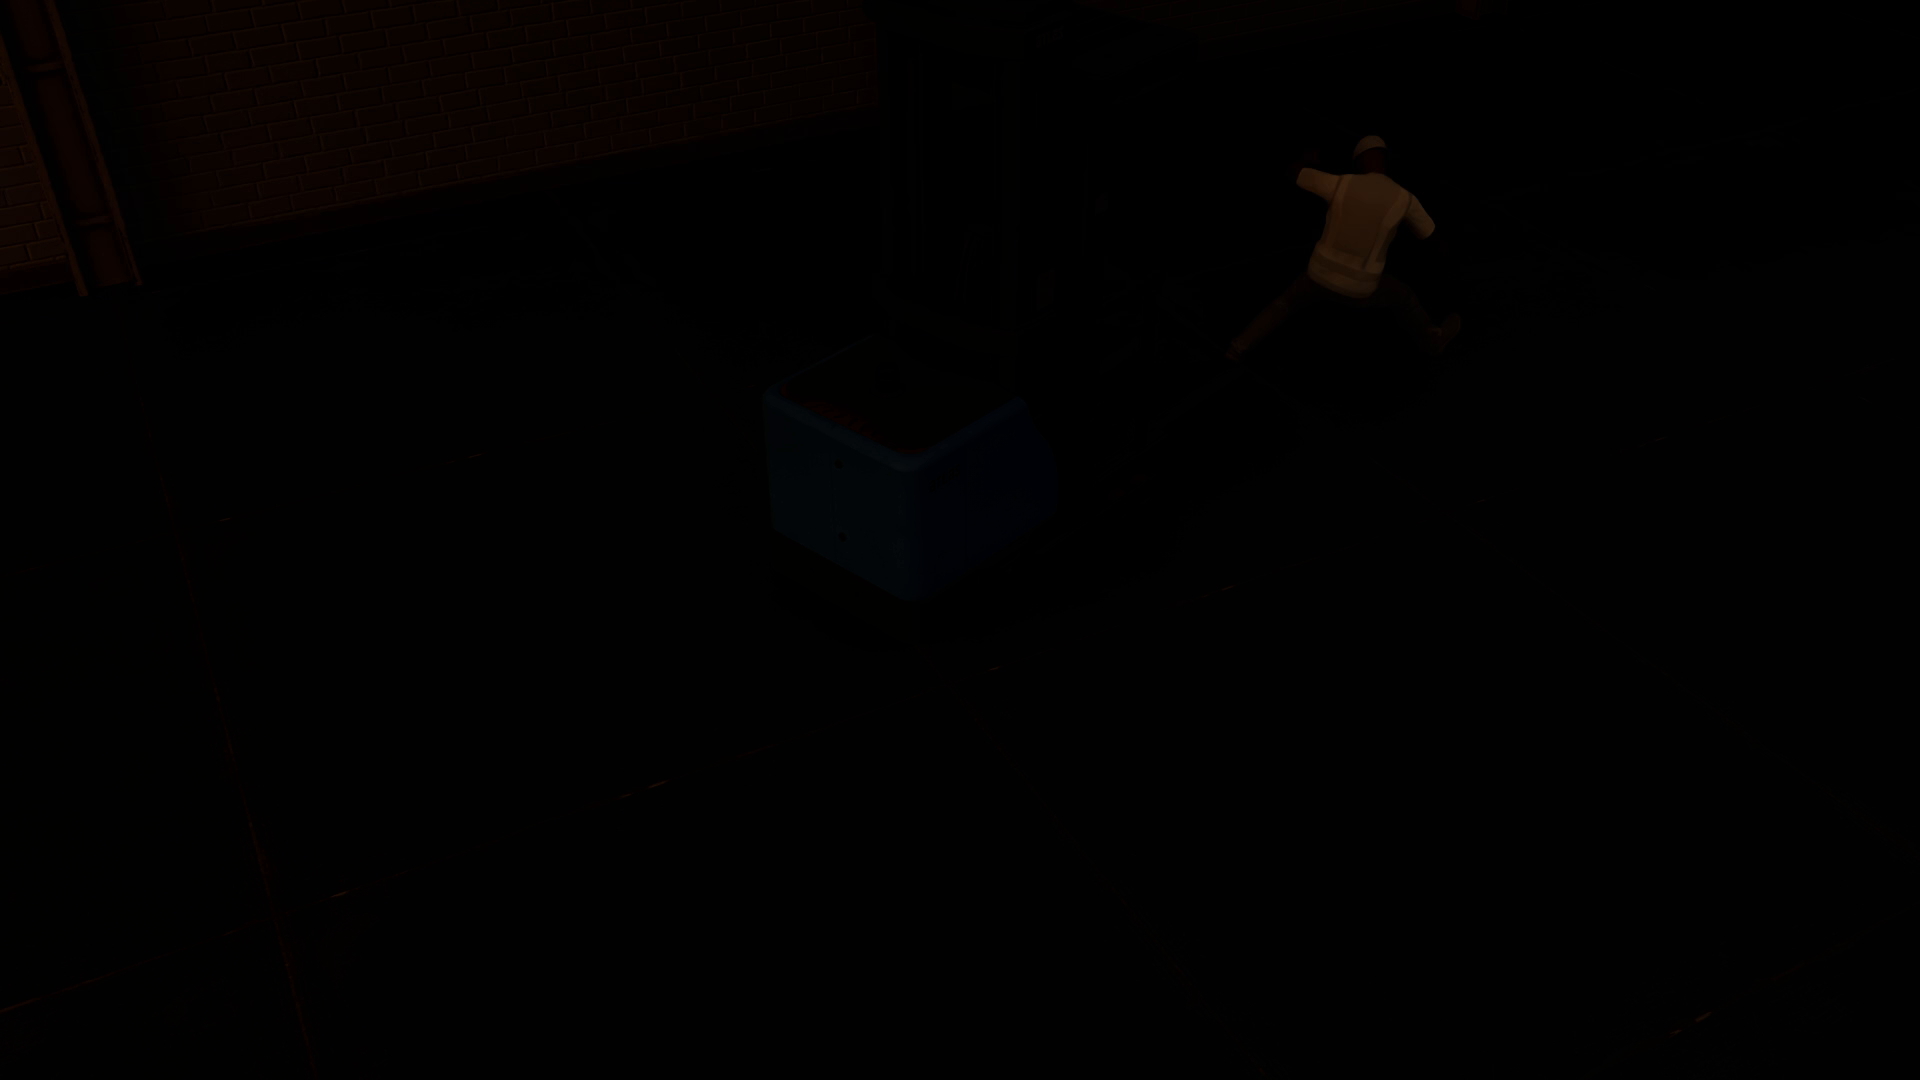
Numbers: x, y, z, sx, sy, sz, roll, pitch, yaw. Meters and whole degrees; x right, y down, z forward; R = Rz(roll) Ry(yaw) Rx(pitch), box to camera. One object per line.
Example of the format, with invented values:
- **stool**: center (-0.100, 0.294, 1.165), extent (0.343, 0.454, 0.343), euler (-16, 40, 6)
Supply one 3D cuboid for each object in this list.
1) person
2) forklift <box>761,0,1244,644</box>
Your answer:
- **person**: center (2.340, -1.686, 9.874), extent (1.258, 1.424, 0.954), euler (17, 39, 22)
- **forklift**: center (0.401, -1.476, 8.211), extent (1.130, 2.935, 3.031), euler (27, 43, 33)
